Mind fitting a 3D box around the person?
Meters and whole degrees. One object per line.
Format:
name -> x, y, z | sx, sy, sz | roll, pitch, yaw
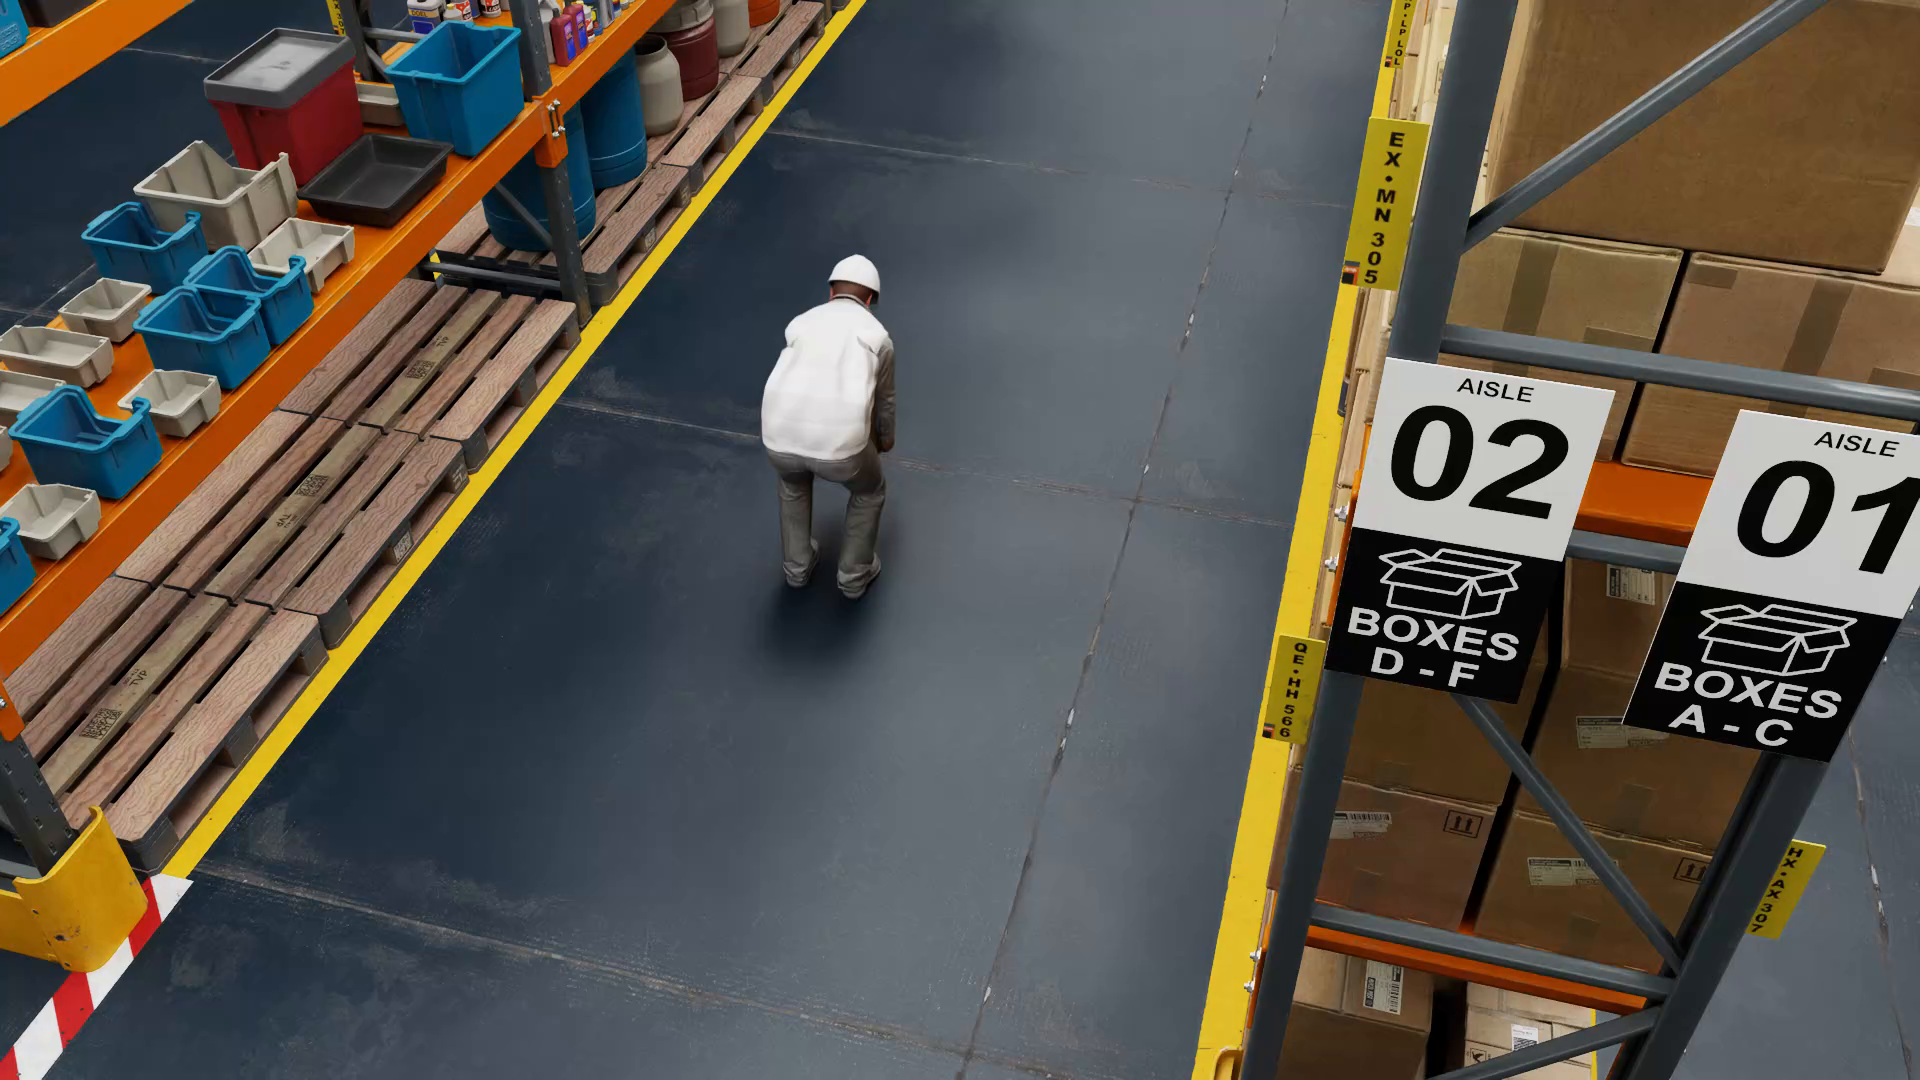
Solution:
person -> -0.516, -0.466, 7.076 | 0.479, 1.255, 0.958 | 9, 42, 10
